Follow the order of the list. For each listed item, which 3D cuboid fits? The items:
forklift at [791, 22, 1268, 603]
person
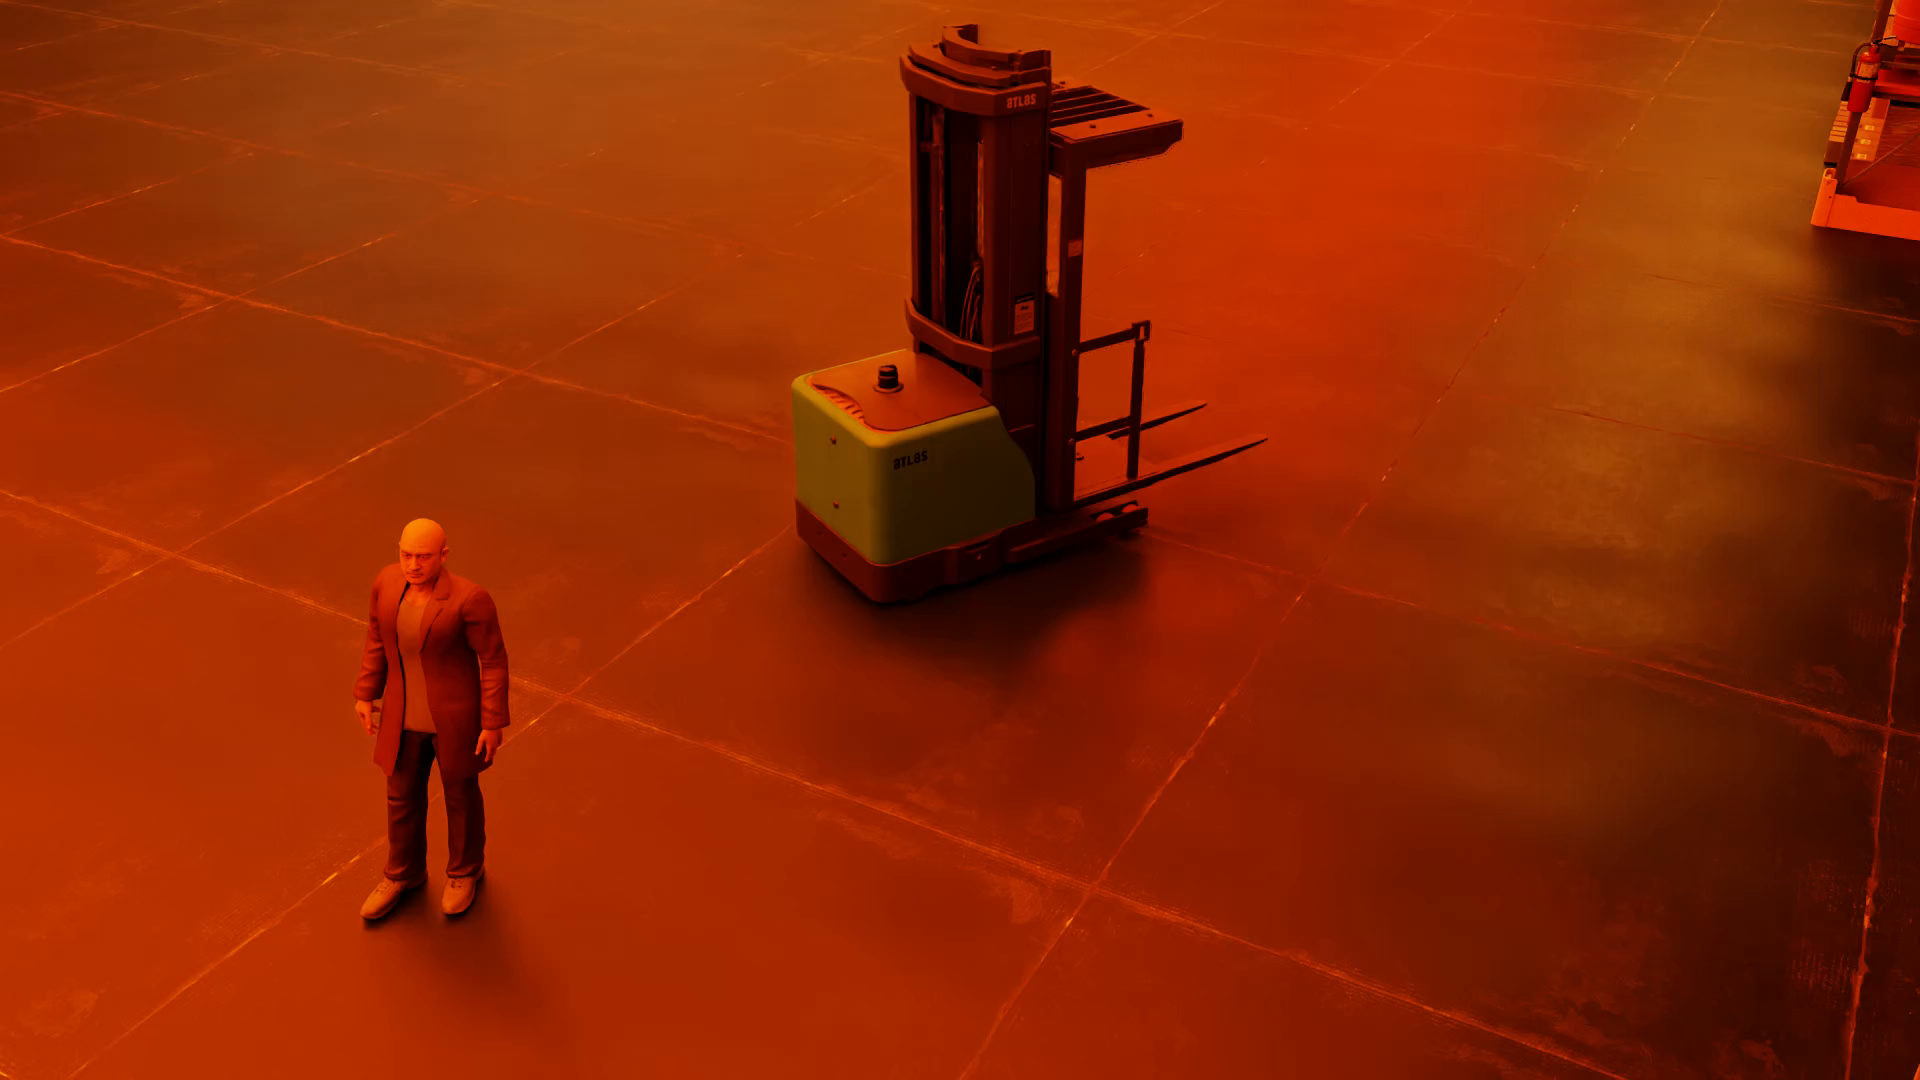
[{"bbox_3d":[0.536,-1.467,9.612,3.031,2.935,1.130,-18,35,-28],"label":"forklift"},{"bbox_3d":[-2.212,0.772,6.871,0.698,1.778,0.580,7,31,12],"label":"person"}]
